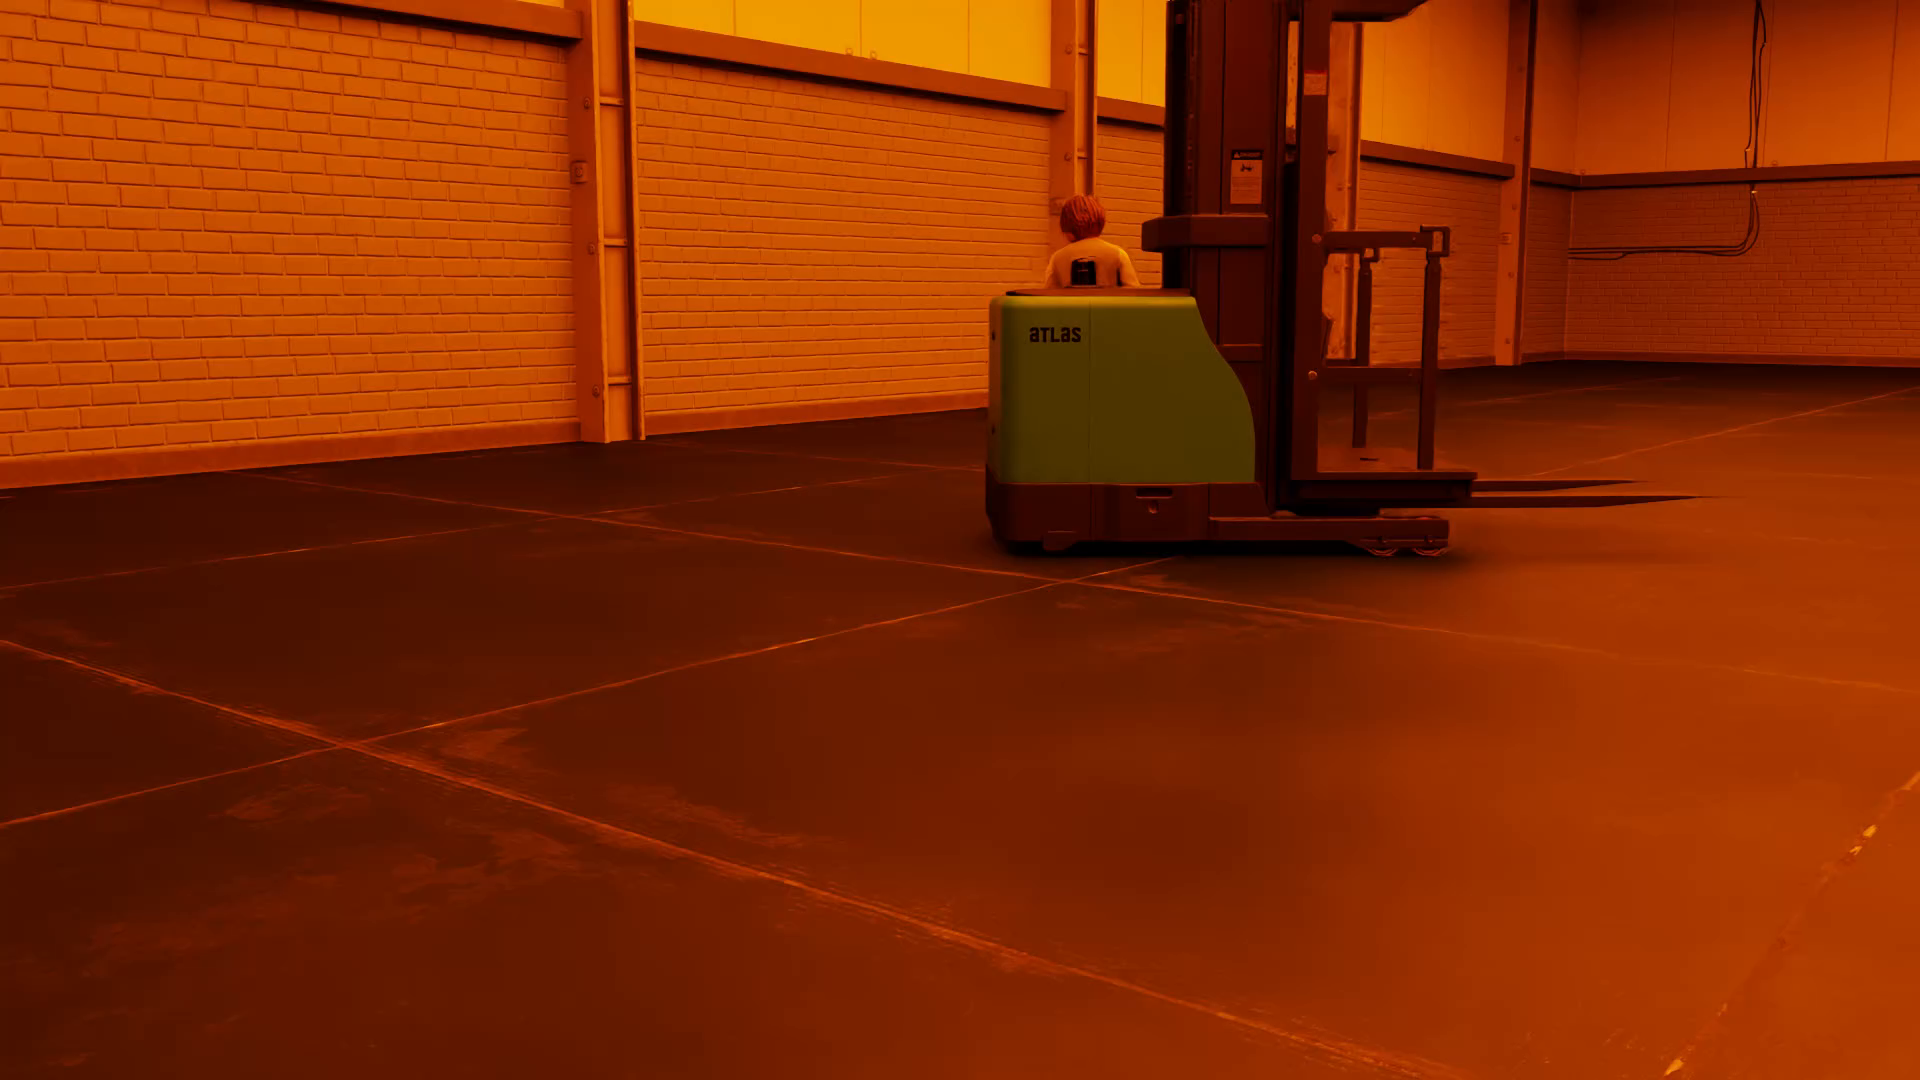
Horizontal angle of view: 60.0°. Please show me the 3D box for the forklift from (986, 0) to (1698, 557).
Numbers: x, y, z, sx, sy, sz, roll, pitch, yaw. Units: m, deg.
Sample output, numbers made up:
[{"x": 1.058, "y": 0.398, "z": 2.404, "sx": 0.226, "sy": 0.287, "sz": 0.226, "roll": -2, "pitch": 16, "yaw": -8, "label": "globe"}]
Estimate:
[{"x": 1.651, "y": -1.457, "z": 7.240, "sx": 3.031, "sy": 2.935, "sz": 1.130, "roll": 0, "pitch": 8, "yaw": -2, "label": "forklift"}]

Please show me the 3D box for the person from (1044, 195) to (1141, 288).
[{"x": 0.674, "y": -0.834, "z": 7.840, "sx": 0.589, "sy": 1.556, "sz": 0.721, "roll": 1, "pitch": 8, "yaw": 7, "label": "person"}]
